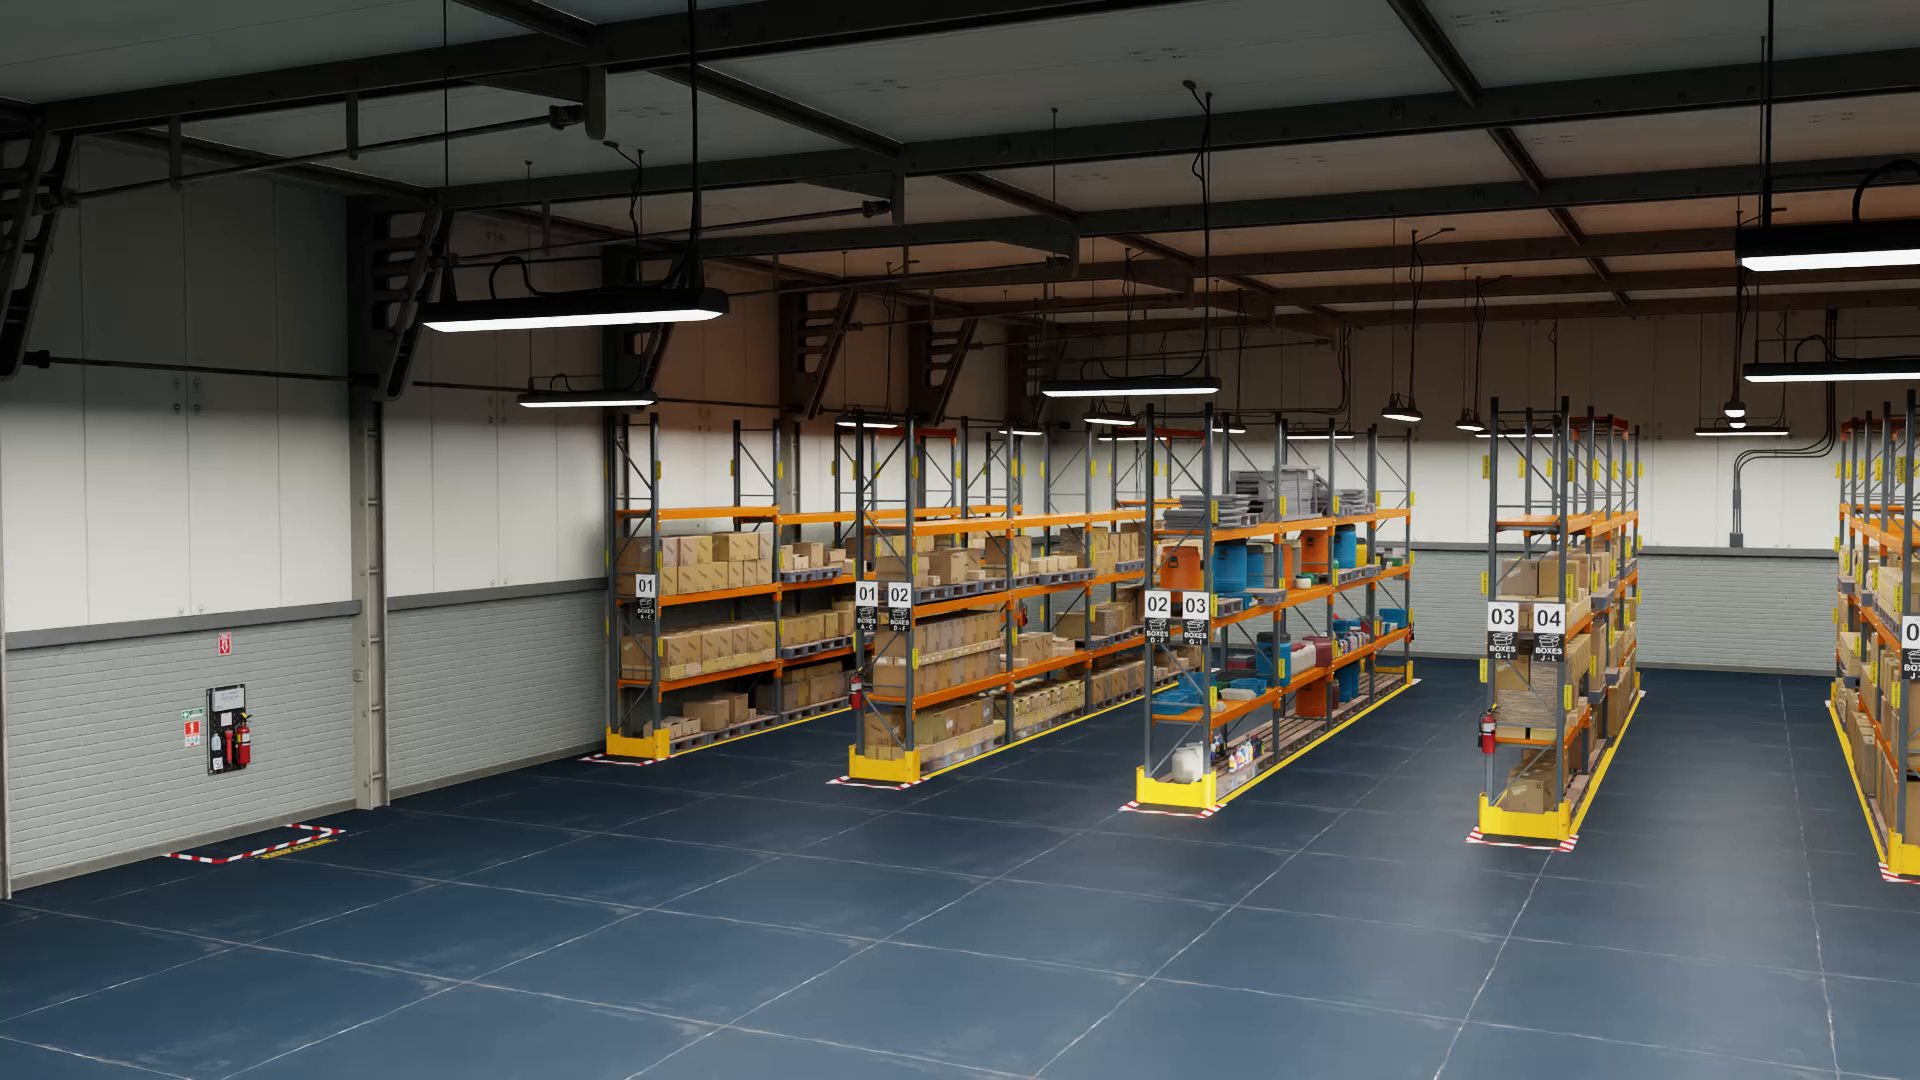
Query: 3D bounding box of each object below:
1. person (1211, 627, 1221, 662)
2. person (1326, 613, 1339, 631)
[{"bbox_3d":[6.577,2.335,43.512,0.457,1.615,1.069,0,2,-9],"label":"person"},{"bbox_3d":[8.531,2.525,37.964,1.133,1.734,0.610,-2,3,-34],"label":"person"}]
